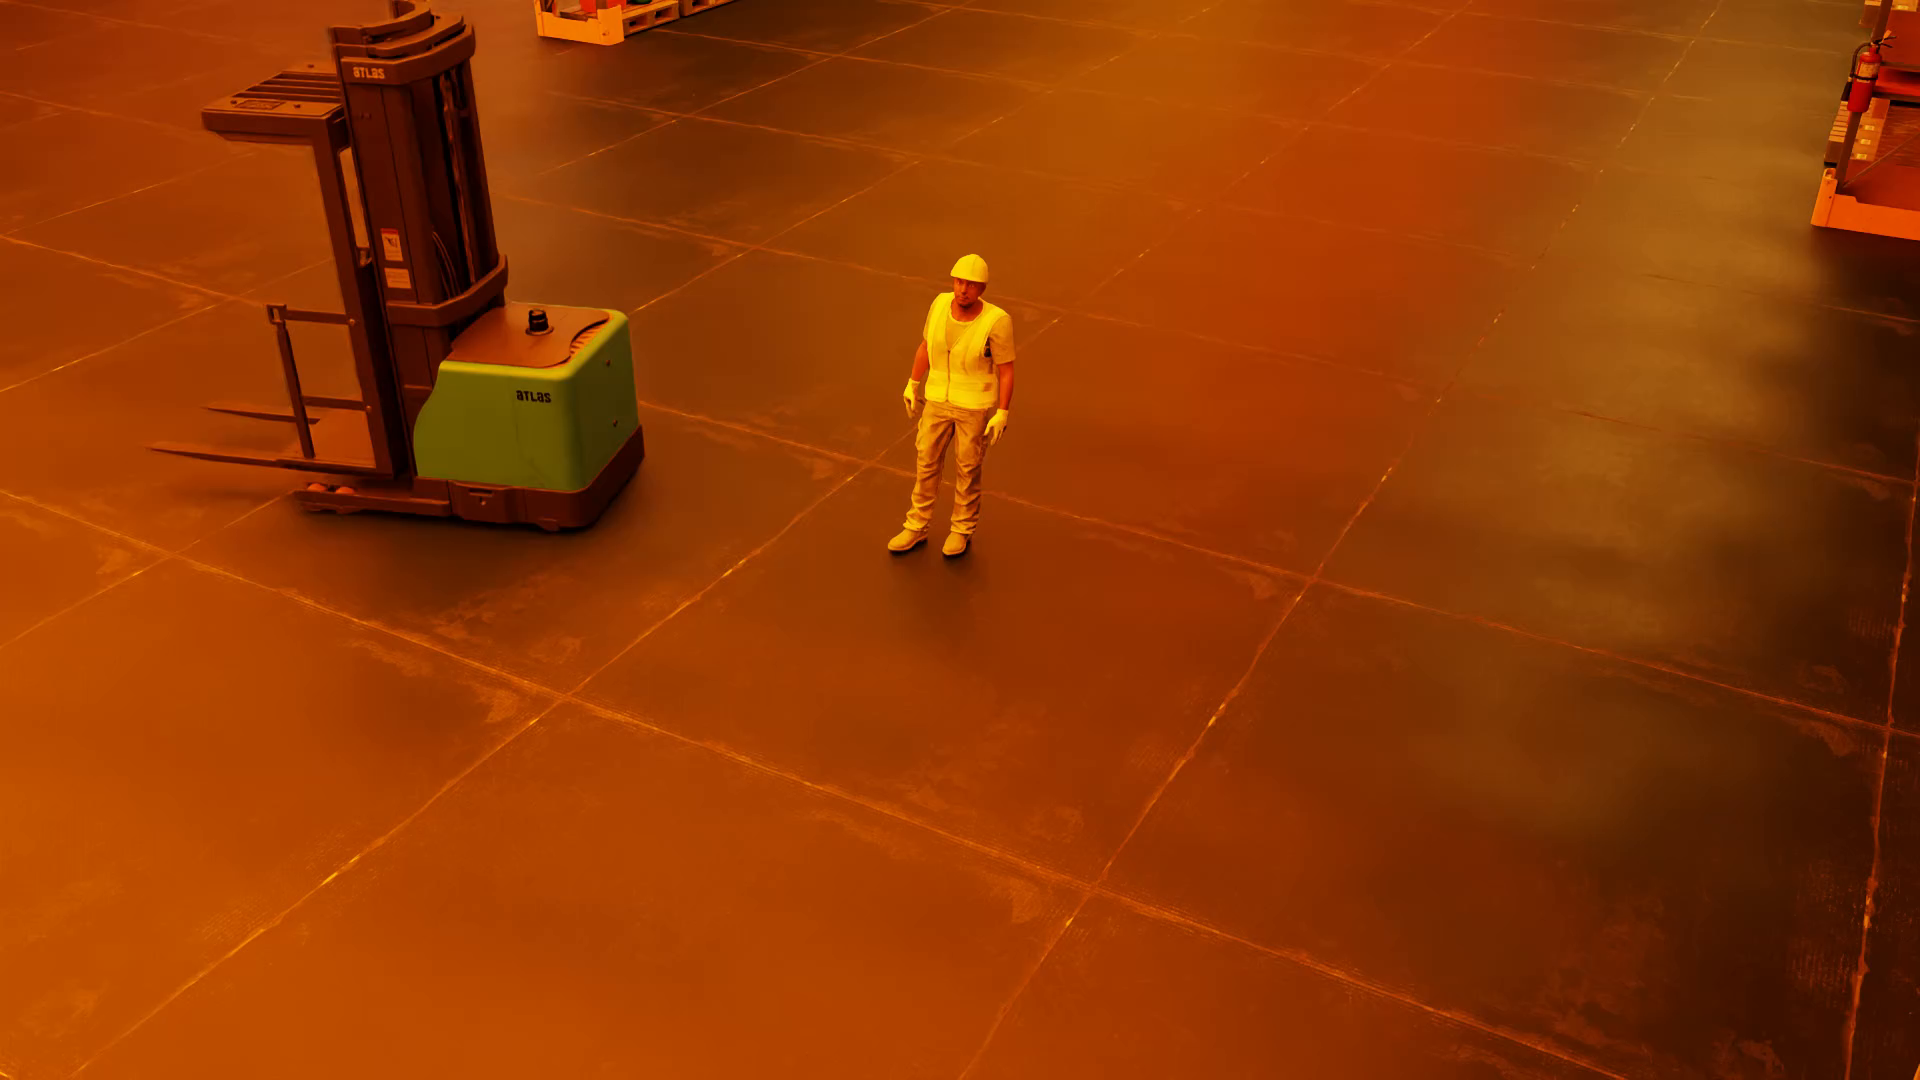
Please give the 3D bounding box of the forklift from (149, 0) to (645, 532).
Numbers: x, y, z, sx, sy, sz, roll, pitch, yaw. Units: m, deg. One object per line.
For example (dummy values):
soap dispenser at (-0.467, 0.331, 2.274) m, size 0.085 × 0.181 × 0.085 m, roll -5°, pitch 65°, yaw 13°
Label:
forklift at (-3.615, -1.679, 9.980) m, size 3.031 × 2.935 × 1.130 m, roll 6°, pitch 30°, yaw 10°

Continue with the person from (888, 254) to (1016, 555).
person at (-0.042, -0.749, 9.502) m, size 0.657 × 1.785 × 0.575 m, roll 15°, pitch 33°, yaw 25°
